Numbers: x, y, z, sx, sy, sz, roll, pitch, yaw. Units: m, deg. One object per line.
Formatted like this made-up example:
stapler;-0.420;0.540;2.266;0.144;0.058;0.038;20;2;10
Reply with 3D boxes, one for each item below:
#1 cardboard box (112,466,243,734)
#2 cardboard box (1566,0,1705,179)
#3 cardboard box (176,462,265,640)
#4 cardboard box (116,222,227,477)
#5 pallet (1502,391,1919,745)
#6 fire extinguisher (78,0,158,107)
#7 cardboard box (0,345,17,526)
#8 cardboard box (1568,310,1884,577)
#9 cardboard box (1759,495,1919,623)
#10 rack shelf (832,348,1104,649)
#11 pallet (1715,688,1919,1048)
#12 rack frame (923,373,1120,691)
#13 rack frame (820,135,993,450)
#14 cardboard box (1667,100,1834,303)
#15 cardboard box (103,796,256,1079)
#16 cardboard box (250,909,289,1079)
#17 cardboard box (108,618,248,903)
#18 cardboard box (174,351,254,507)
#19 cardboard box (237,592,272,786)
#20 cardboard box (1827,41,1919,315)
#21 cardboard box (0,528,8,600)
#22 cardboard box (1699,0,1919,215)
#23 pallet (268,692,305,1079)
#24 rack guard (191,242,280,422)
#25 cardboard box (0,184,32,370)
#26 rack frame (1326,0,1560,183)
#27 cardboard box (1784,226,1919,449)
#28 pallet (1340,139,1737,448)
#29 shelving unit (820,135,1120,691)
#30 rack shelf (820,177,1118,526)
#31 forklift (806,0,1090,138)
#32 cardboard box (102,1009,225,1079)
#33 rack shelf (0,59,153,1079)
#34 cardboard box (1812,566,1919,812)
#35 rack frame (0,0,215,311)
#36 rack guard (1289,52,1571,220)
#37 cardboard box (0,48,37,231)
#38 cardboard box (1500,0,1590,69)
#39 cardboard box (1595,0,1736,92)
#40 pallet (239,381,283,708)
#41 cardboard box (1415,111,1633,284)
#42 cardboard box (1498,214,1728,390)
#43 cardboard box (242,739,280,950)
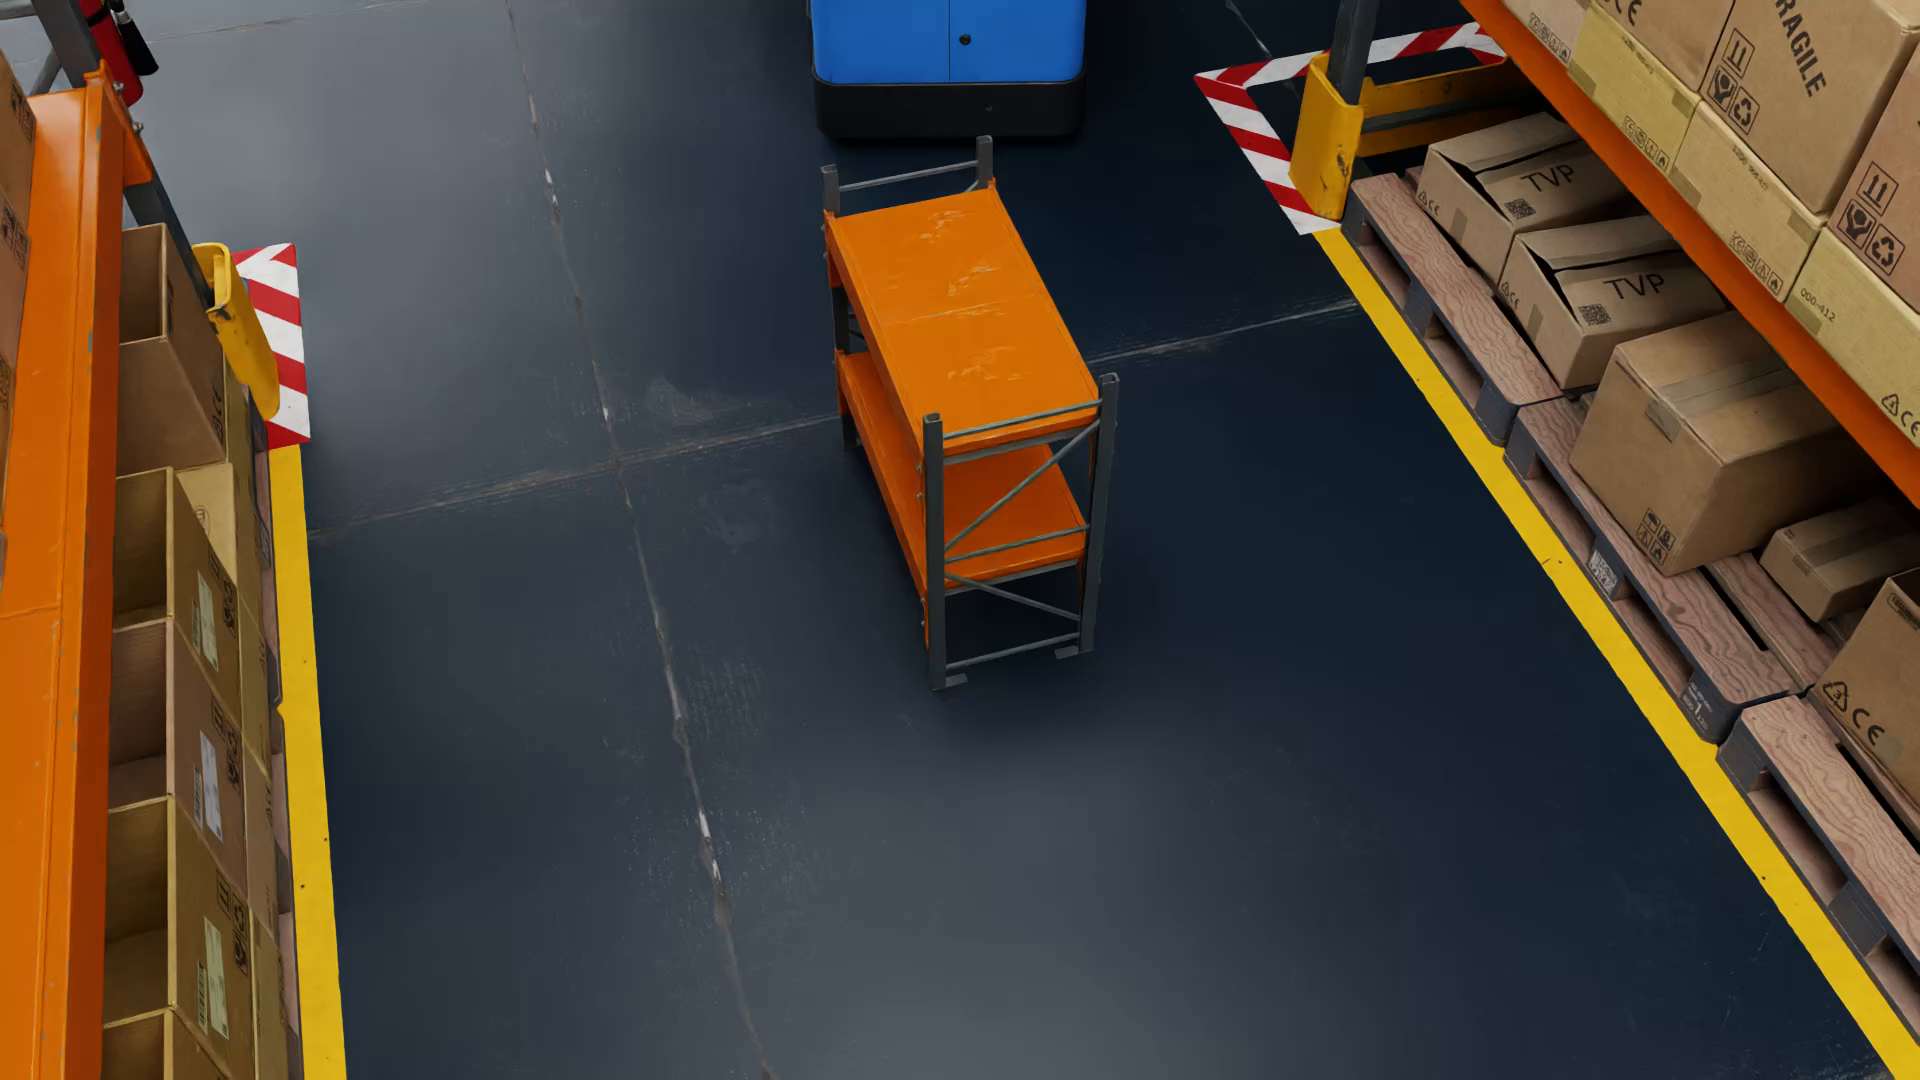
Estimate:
cardboard box;-2.135;0.210;4.145;0.500;0.500;0.500;-13;51;-11
cardboard box;1.997;-1.254;4.431;0.500;0.250;0.500;-14;51;-12
cardboard box;-2.287;0.087;4.738;0.500;0.250;0.500;-13;51;-11
cardboard box;-2.445;-0.517;4.758;0.500;0.500;0.500;-13;51;-11
pallet;2.429;-0.029;5.136;1.003;0.211;1.213;-13;51;-11
fire extinguisher;-2.479;-1.517;4.618;0.296;0.674;0.183;-13;51;-11
cardboard box;-2.461;-0.293;3.470;0.700;0.500;0.500;-13;51;-11
cardboard box;2.300;-0.321;4.906;0.700;0.500;0.500;-16;52;-13
cardboard box;2.572;0.052;4.821;0.380;0.149;0.250;-17;52;-14
rack shelf;0.002;-0.200;5.003;0.538;0.278;1.000;-13;51;-11
pallet;2.794;0.864;4.384;1.003;0.211;1.213;-13;51;-11
rack frame;0.152;0.014;4.503;0.500;1.125;0.032;-13;51;-11
rack frame;-0.148;-0.729;5.129;0.500;1.125;0.032;-13;51;-11
cardboard box;2.144;-0.885;4.119;0.500;0.250;0.500;-13;51;-11
cardboard box;-1.839;0.940;3.529;0.500;0.500;0.500;-13;51;-11
cardboard box;-1.838;1.181;3.816;0.500;0.250;0.500;-13;51;-11
cardboard box;-1.988;0.575;3.837;0.500;0.500;0.500;-13;51;-11
cardboard box;-2.447;-0.275;5.044;0.500;0.250;0.500;-13;51;-11
cardboard box;-2.138;0.452;4.431;0.500;0.250;0.500;-13;51;-11
cardboard box;2.299;-0.761;3.524;0.500;0.500;0.500;-15;51;-12
cardboard box;-2.301;0.091;3.146;0.700;0.500;0.500;-12;51;-10
cardboard box;2.145;-1.141;3.844;0.500;0.500;0.500;-12;51;-10
pallet;-2.264;0.986;4.280;1.003;0.211;1.213;-13;51;-11
rack guard;-2.895;-0.563;5.398;1.175;0.500;0.348;-13;51;-11
cardboard box;-2.602;-0.657;3.777;0.700;0.500;0.500;-12;51;-10
rack frame;1.843;-2.474;5.374;1.000;3.000;0.127;-13;51;-11
cardboard box;2.294;-0.517;3.809;0.500;0.250;0.500;-14;51;-11
pallet;2.072;-0.918;5.886;1.003;0.211;1.213;-13;51;-11
shelving unit;0.002;-0.358;4.816;0.538;1.125;1.048;-13;51;-11
rack shelf;0.002;-0.546;4.592;0.538;0.278;1.000;-13;51;-11
forklift;-0.068;-3.626;6.389;1.130;2.935;3.031;-1;50;-1
cardboard box;-1.698;1.307;3.220;0.500;0.500;0.500;-13;51;-11
rack shelf;-2.296;0.342;3.471;1.077;0.370;4.000;-13;51;-11
cardboard box;2.681;0.363;4.330;0.500;0.500;0.500;-17;52;-14
rack frame;-2.888;-1.351;4.427;1.000;3.000;0.127;-13;51;-11
rack guard;1.866;-1.613;6.283;1.175;0.500;0.348;-13;51;-11
cardboard box;-2.762;-1.039;4.099;0.700;0.500;0.500;-13;51;-11
cardboard box;1.852;-1.628;4.745;0.500;0.250;0.500;-15;51;-12
cardboard box;1.981;-1.515;4.160;0.500;0.500;0.500;-15;51;-12
pallet;-2.621;0.097;5.030;1.003;0.211;1.213;-13;51;-11
cardboard box;1.962;-1.223;5.790;0.500;0.311;0.500;-19;52;-15
cardboard box;2.131;-0.807;5.439;0.500;0.311;0.500;-10;51;-8
cardboard box;-1.992;0.818;4.123;0.500;0.250;0.500;-13;51;-11
